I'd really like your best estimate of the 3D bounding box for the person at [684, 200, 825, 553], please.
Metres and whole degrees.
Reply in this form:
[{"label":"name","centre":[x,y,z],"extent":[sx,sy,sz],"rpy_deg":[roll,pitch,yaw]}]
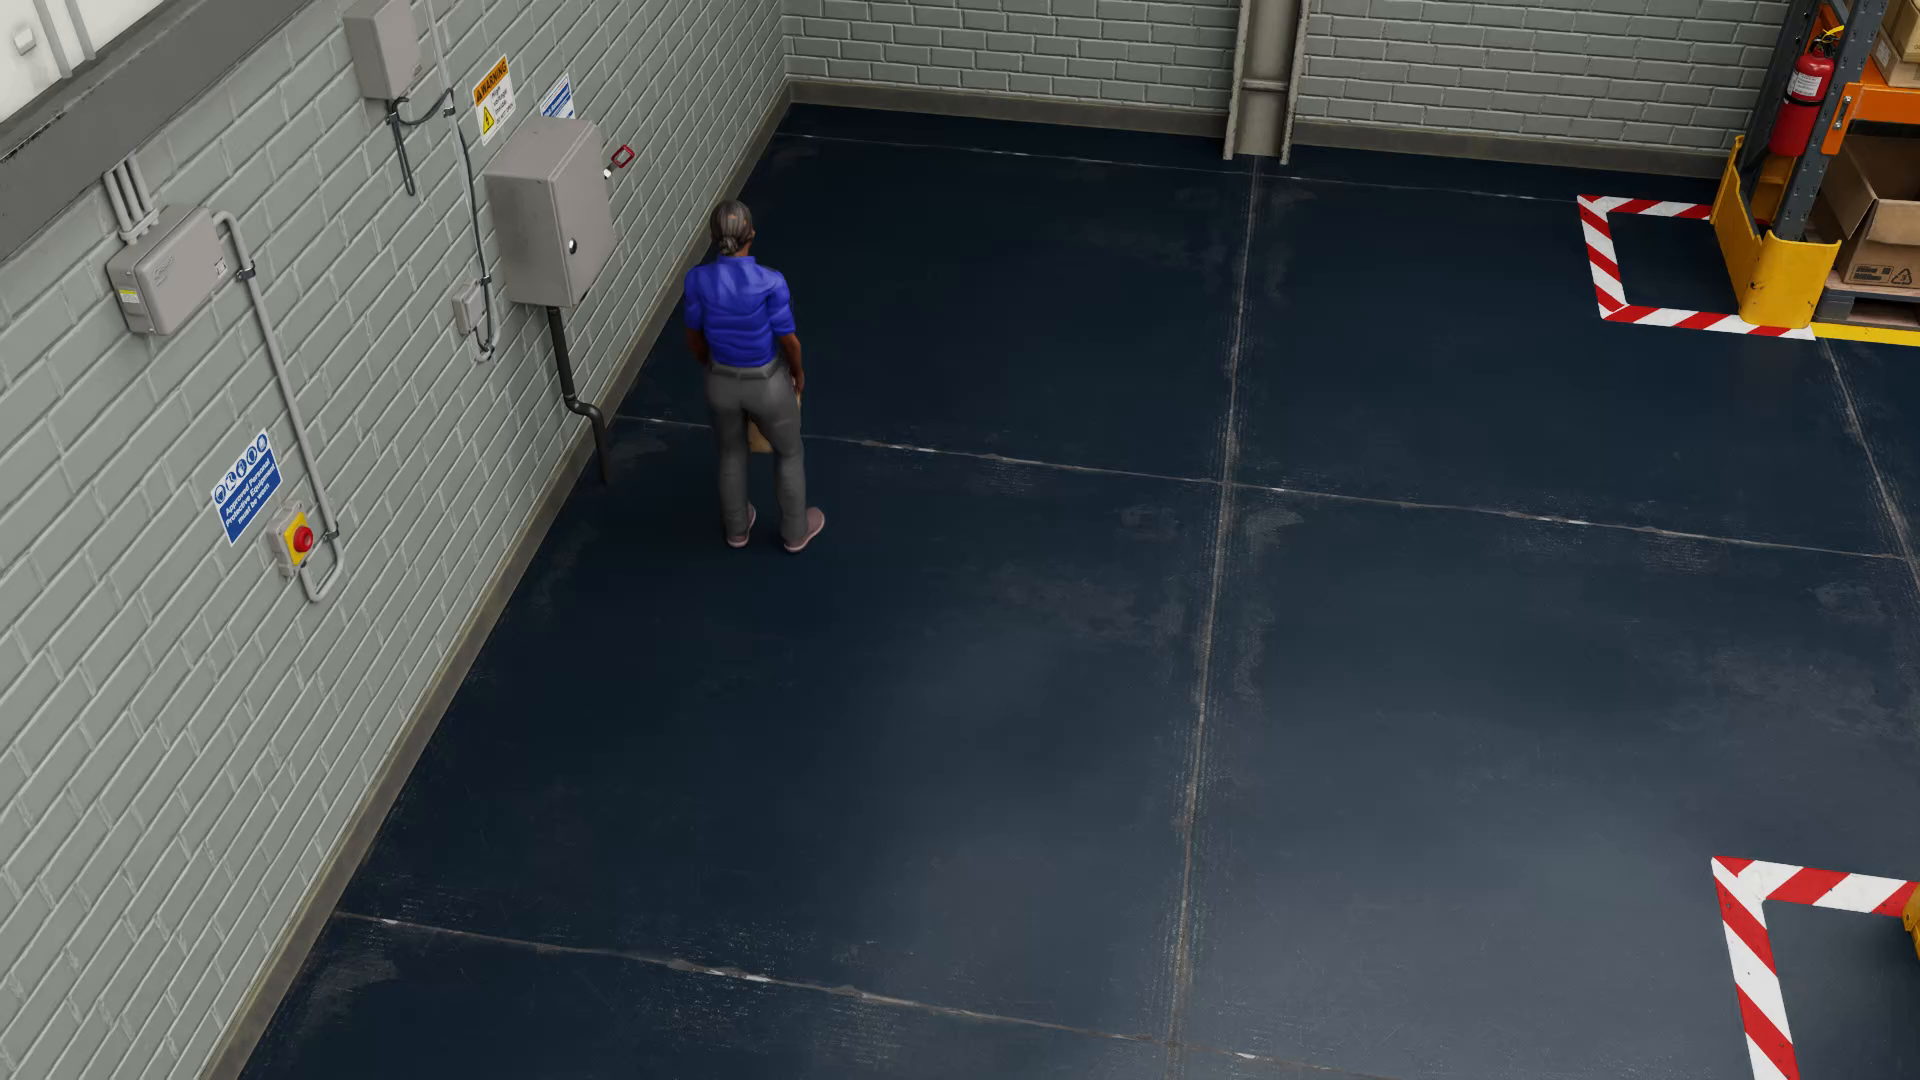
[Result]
[{"label":"person","centre":[-0.869,-0.653,6.915],"extent":[0.494,1.659,0.345],"rpy_deg":[6,41,6]}]
